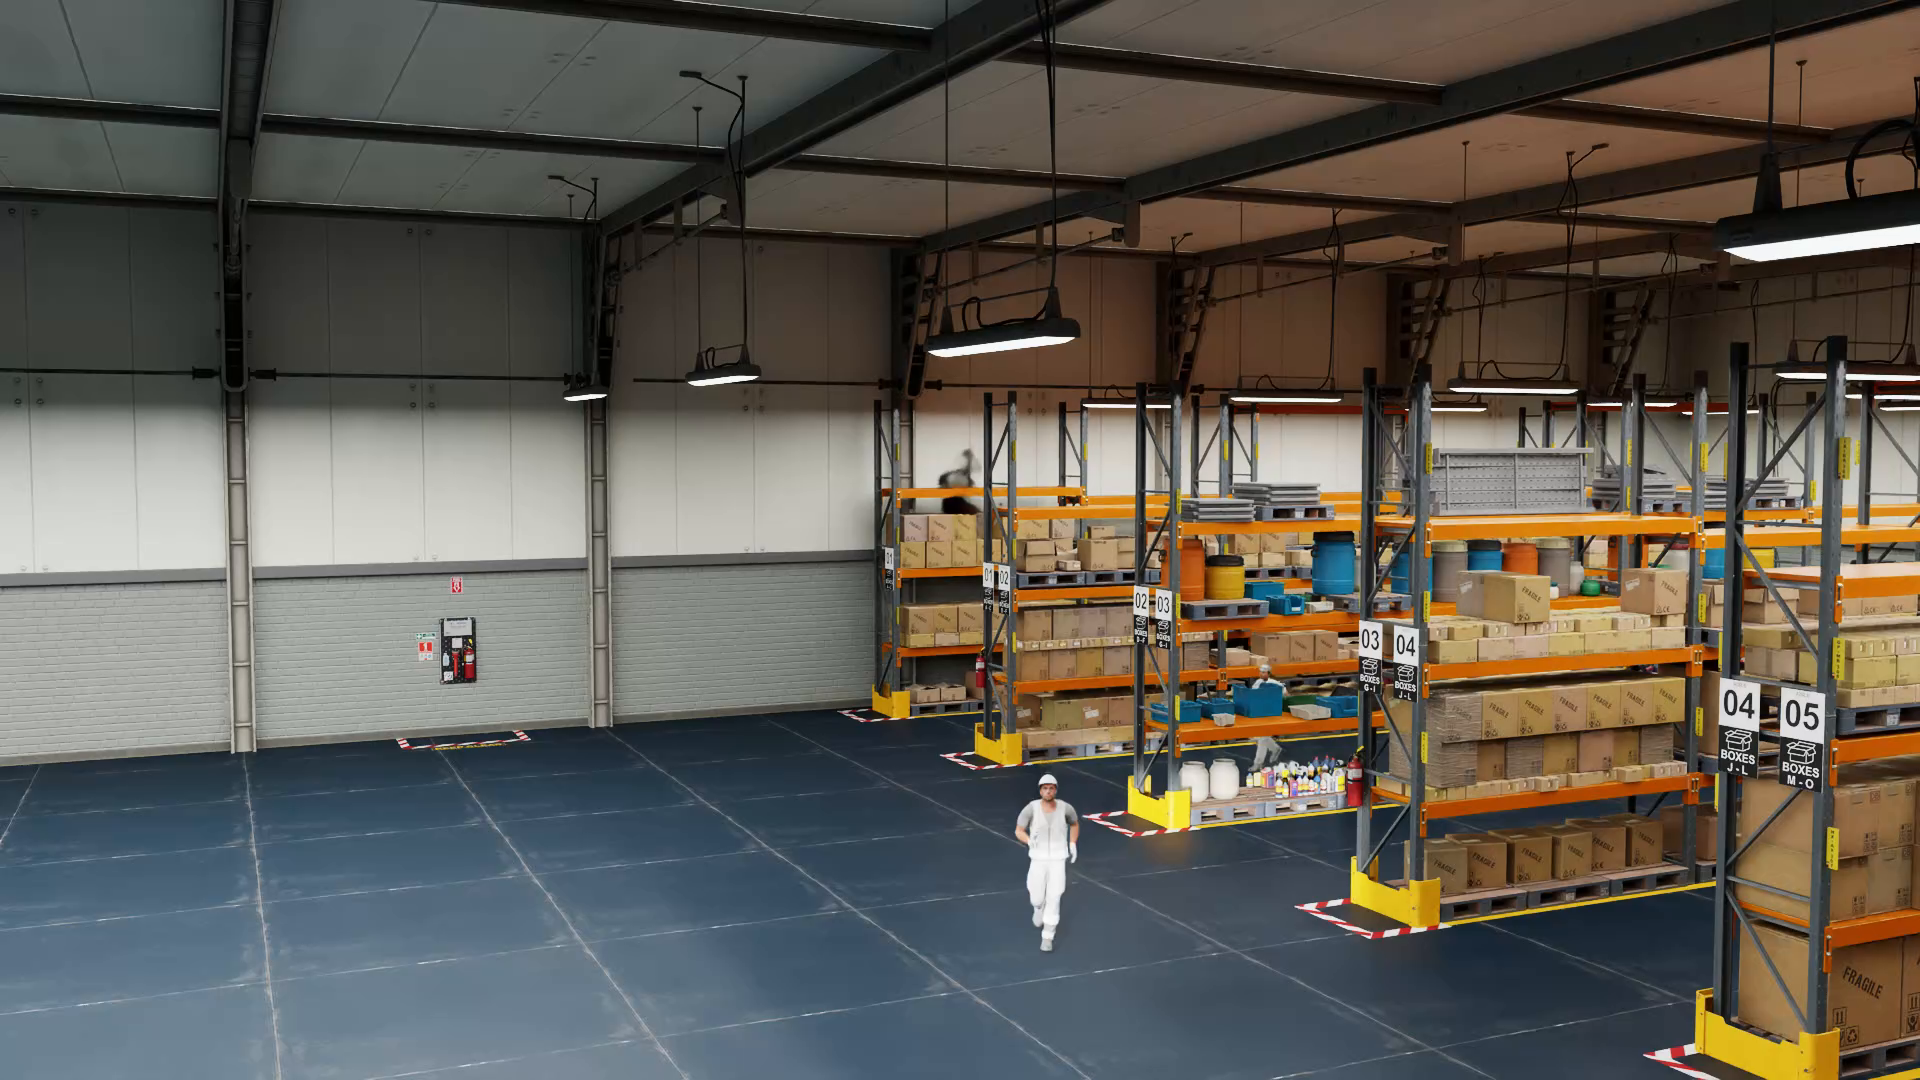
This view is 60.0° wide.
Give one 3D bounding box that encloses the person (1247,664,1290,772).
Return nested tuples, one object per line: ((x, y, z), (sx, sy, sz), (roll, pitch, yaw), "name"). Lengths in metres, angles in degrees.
((4.839, 2.783, 26.293), (0.907, 1.657, 0.637), (-3, 4, -41), "person")

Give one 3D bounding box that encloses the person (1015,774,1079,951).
((0.902, 3.281, 17.152), (0.663, 1.757, 0.782), (0, 3, 1), "person")
